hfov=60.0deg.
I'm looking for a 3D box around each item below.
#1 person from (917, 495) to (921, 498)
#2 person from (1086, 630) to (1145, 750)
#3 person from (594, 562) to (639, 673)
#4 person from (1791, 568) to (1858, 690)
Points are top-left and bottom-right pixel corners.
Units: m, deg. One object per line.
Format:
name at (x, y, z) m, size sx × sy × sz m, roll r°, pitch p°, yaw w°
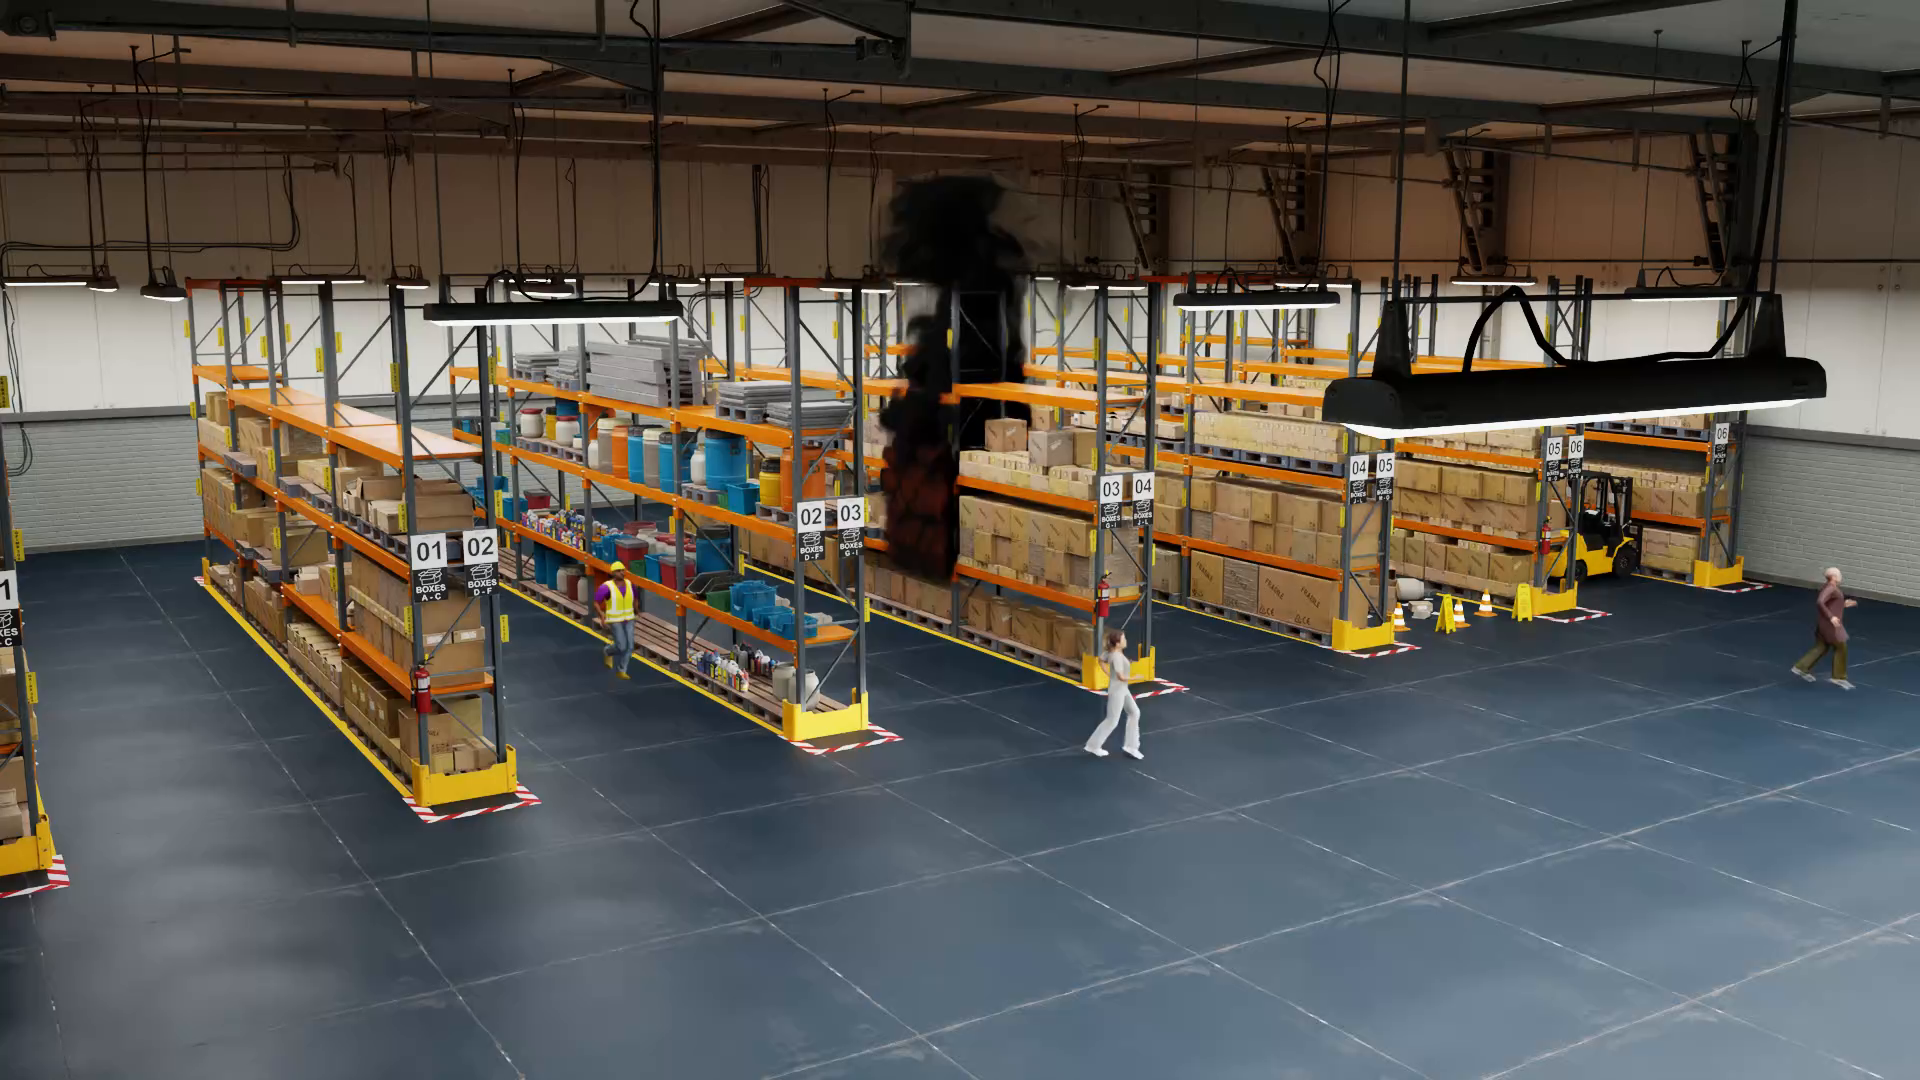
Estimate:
person at (-0.700, -0.250, 34.765) m, size 0.446 × 1.415 × 0.960 m, roll -7°, pitch 12°, yaw -38°
person at (1.983, 1.912, 21.219) m, size 0.736 × 1.560 × 0.570 m, roll 0°, pitch 10°, yaw 2°
person at (-4.929, 1.137, 24.140) m, size 0.676 × 1.667 × 0.517 m, roll -8°, pitch 12°, yaw -39°
person at (12.963, 1.310, 24.845) m, size 0.877 × 1.823 × 0.694 m, roll 2°, pitch 10°, yaw 13°
